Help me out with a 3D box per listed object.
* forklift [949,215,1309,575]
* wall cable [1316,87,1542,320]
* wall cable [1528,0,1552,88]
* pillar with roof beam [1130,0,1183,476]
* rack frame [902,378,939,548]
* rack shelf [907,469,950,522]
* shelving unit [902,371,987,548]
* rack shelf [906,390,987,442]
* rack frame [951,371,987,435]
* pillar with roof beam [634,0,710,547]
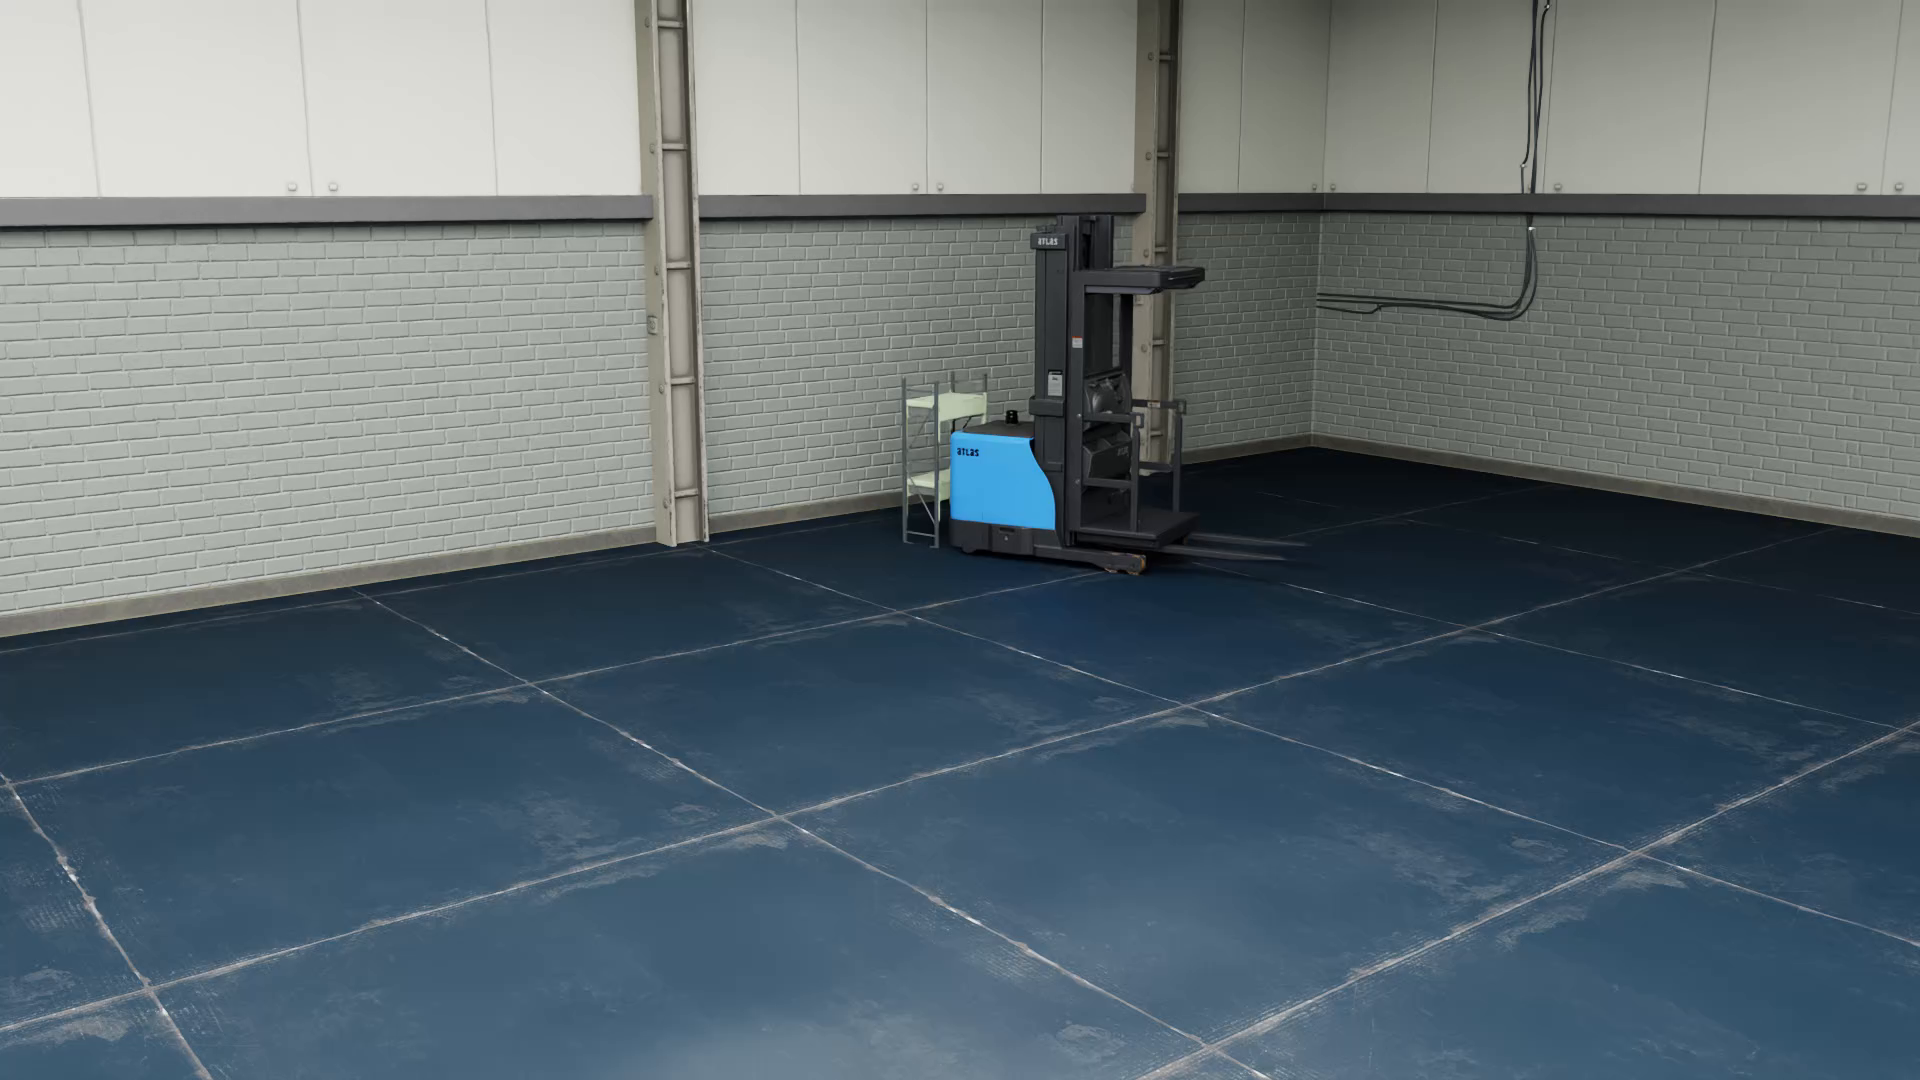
[{"bbox_3d":[1.446,-1.266,14.156,3.031,2.935,1.130,6,14,27],"label":"forklift"},{"bbox_3d":[5.273,-3.820,19.051,0.112,2.526,3.097,-9,15,-38],"label":"wall cable"},{"bbox_3d":[6.963,-5.852,16.460,0.112,2.526,3.097,-9,15,-38],"label":"wall cable"},{"bbox_3d":[4.836,-4.473,14.650,0.400,9.000,9.100,-9,15,-38],"label":"pillar with roof beam"},{"bbox_3d":[-0.354,-0.688,14.878,0.400,1.500,0.023,9,15,35],"label":"rack frame"},{"bbox_3d":[-0.137,-0.430,15.234,0.431,0.370,0.720,9,15,35],"label":"rack shelf"},{"bbox_3d":[-0.137,-0.749,15.166,0.431,1.500,0.755,9,15,35],"label":"shelving unit"},{"bbox_3d":[-0.137,-1.131,15.085,0.431,0.370,0.720,9,15,35],"label":"rack shelf"},{"bbox_3d":[0.080,-0.810,15.454,0.400,1.500,0.023,9,15,35],"label":"rack frame"},{"bbox_3d":[0.151,-3.694,10.984,0.400,9.000,9.100,-9,15,-38],"label":"pillar with roof beam"}]
